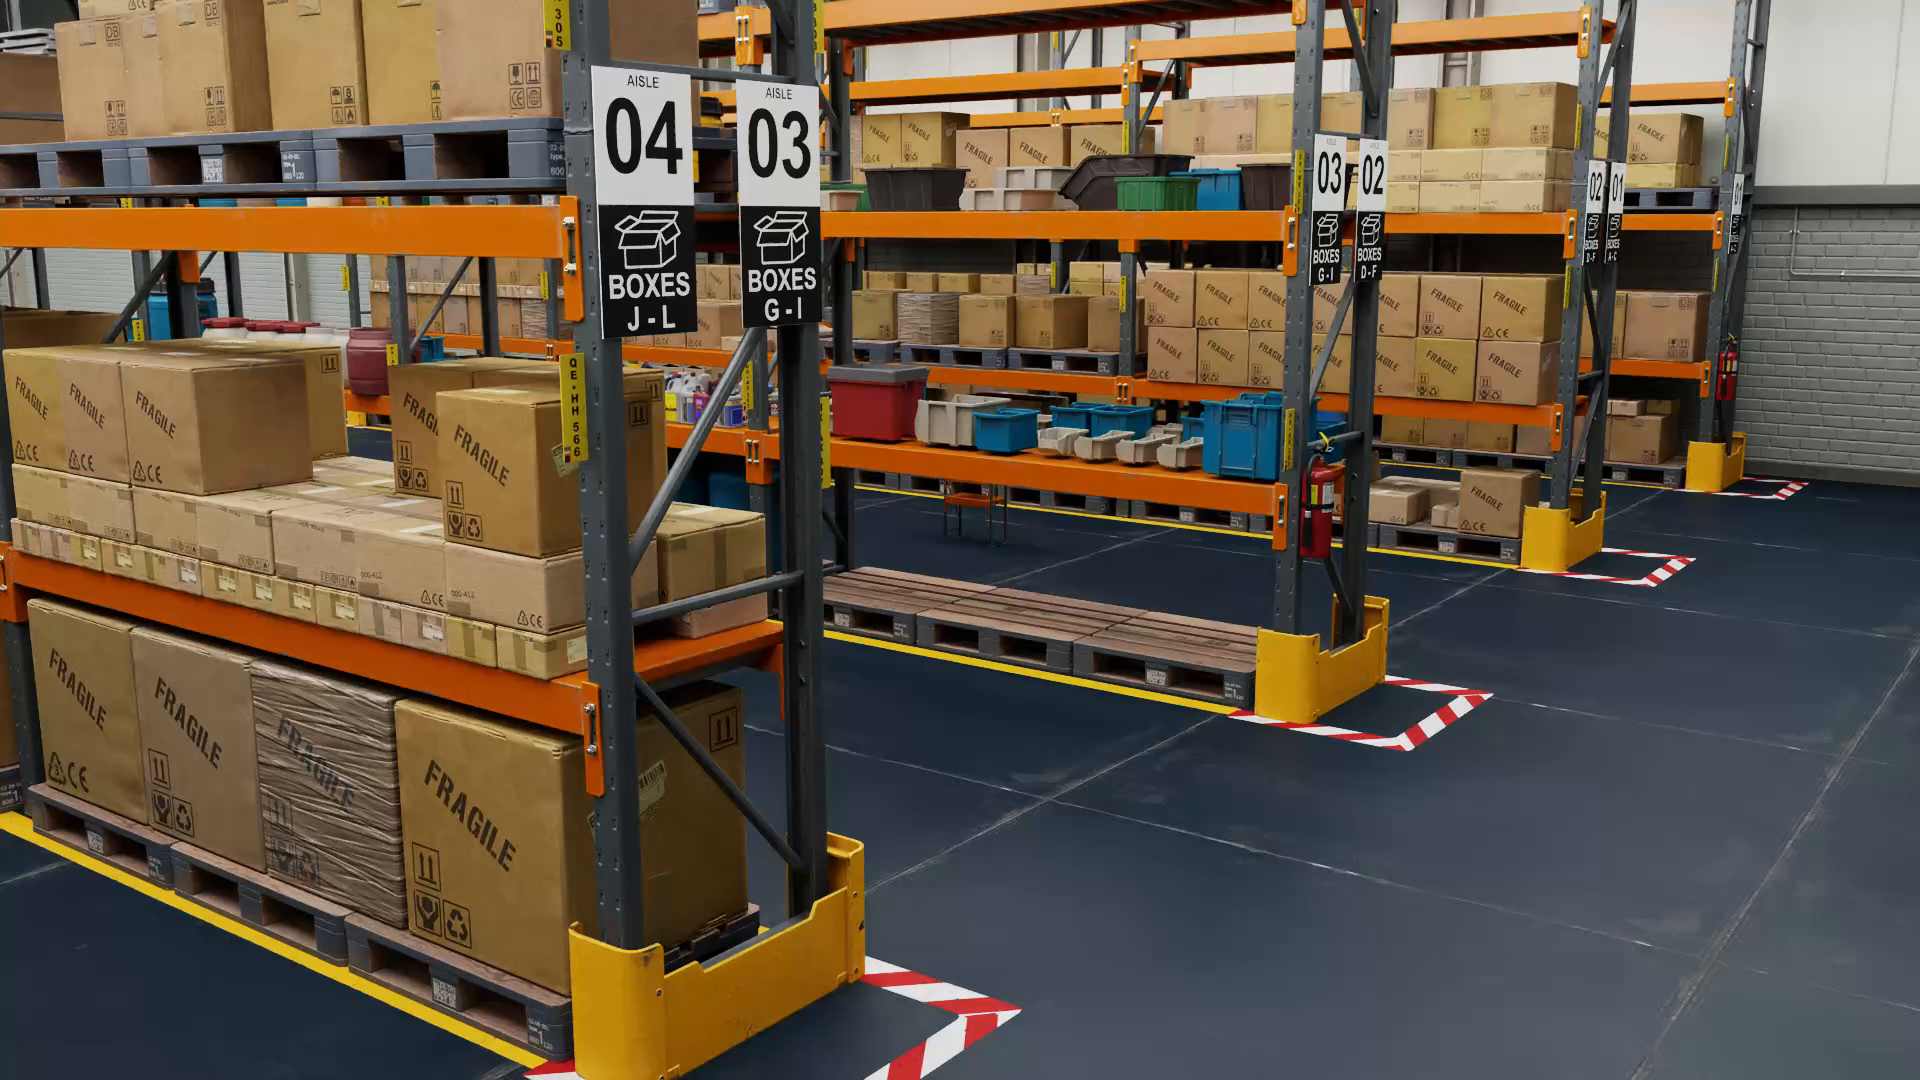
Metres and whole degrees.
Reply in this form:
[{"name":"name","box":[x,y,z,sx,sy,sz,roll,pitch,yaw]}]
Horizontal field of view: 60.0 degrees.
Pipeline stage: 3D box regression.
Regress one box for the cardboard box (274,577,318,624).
[{"name":"cardboard box","box":[-2.346,0.195,6.286,0.250,0.149,0.380,8,14,36]}]

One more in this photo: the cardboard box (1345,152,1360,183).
[{"name":"cardboard box","box":[3.260,-3.143,14.058,0.500,0.250,0.500,8,13,36]}]

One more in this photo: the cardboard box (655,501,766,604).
[{"name":"cardboard box","box":[-1.057,0.037,6.052,0.500,0.250,0.500,8,13,34]}]

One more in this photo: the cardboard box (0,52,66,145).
[{"name":"cardboard box","box":[-4.528,-2.036,7.893,0.500,0.500,0.700,8,14,37]}]

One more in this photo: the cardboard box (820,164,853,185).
[{"name":"cardboard box","box":[-1.040,-3.689,17.538,0.500,0.500,0.910,8,13,36]}]

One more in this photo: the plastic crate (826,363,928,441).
[{"name":"plastic crate","box":[-0.552,-0.925,11.088,0.583,0.464,0.402,8,13,36]}]

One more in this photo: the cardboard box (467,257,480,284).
[{"name":"cardboard box","box":[-5.808,-3.508,21.088,0.500,0.500,0.700,8,13,36]}]

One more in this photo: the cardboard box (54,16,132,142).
[{"name":"cardboard box","box":[-3.388,-1.943,7.147,0.500,0.500,0.700,7,13,32]}]

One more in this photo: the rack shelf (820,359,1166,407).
[{"name":"rack shelf","box":[0.200,-1.633,16.965,4.000,0.370,1.077,8,13,36]}]

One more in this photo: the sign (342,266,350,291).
[{"name":"sign","box":[-8.193,-3.490,22.183,0.005,0.325,0.100,8,13,36]}]

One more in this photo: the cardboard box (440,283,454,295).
[{"name":"cardboard box","box":[-6.433,-3.228,21.345,0.250,0.149,0.380,8,14,36]}]

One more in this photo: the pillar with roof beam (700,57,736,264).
[{"name":"pillar with roof beam","box":[-6.403,-6.209,22.932,0.548,9.000,9.100,8,13,36]}]

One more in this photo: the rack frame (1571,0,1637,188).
[{"name":"rack frame","box":[5.036,-4.257,12.840,0.127,3.000,1.000,8,13,36]}]

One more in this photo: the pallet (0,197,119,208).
[{"name":"pallet","box":[-4.823,-1.719,8.125,1.217,0.209,0.805,7,13,33]}]

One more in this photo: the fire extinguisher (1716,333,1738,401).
[{"name":"fire extinguisher","box":[7.814,-1.761,16.922,0.183,0.674,0.296,8,13,36]}]

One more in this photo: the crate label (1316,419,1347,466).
[{"name":"crate label","box":[2.097,-0.579,9.907,0.303,0.233,0.416,8,13,36]}]

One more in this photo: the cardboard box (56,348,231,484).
[{"name":"cardboard box","box":[-3.427,-0.536,7.040,0.500,0.500,0.500,8,13,36]}]

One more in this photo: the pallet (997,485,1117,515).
[{"name":"pallet","box":[1.134,-0.477,16.442,1.213,0.211,1.003,8,13,36]}]

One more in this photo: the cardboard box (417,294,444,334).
[{"name":"cardboard box","box":[-6.668,-2.990,21.823,0.500,0.500,0.700,8,14,36]}]

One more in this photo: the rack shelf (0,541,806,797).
[{"name":"rack shelf","box":[-2.442,0.333,6.804,4.000,0.370,1.077,8,13,36]}]

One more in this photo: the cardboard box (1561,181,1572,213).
[{"name":"cardboard box","box":[4.773,-2.807,13.639,0.500,0.250,0.500,8,13,36]}]

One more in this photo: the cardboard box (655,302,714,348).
[{"name":"cardboard box","box":[-3.198,-2.505,19.318,0.500,0.500,0.500,8,14,36]}]

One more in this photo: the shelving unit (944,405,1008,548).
[{"name":"shelving unit","box":[0.133,-0.570,14.320,0.503,1.200,0.258,8,13,36]}]

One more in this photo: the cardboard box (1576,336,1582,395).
[{"name":"cardboard box","box":[4.835,-1.451,13.867,0.500,0.500,0.500,8,14,37]}]

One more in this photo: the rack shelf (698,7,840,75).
[{"name":"rack shelf","box":[-2.735,-3.624,12.516,4.000,0.370,1.077,8,13,36]}]

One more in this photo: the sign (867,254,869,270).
[{"name":"sign","box":[-1.381,-4.073,24.637,0.005,0.325,0.100,8,13,36]}]

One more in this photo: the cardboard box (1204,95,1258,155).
[{"name":"cardboard box","box":[2.546,-3.647,14.690,0.500,0.500,0.700,8,13,36]}]

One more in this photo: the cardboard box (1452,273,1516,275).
[{"name":"cardboard box","box":[4.409,-1.999,14.070,0.500,0.500,0.500,8,14,36]}]

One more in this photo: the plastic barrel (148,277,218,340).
[{"name":"plastic barrel","box":[-7.439,-2.059,15.954,0.708,0.901,0.600,8,13,36]}]

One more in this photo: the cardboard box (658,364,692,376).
[{"name":"cardboard box","box":[-4.426,-2.673,26.371,0.500,0.311,0.500,6,13,29]}]

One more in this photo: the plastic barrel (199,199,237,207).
[{"name":"plastic barrel","box":[-7.032,-3.597,16.010,0.708,0.901,0.600,8,13,36]}]

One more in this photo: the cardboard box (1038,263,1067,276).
[{"name":"cardboard box","box":[1.222,-3.587,22.045,0.250,0.149,0.380,6,12,28]}]

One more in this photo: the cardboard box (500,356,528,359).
[{"name":"cardboard box","box":[-6.035,-2.153,21.921,0.500,0.500,0.500,8,13,36]}]

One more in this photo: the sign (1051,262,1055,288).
[{"name":"sign","box":[1.204,-3.415,21.444,0.005,0.325,0.100,8,13,36]}]

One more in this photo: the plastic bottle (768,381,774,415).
[{"name":"plastic bottle","box":[-1.456,-1.083,12.567,0.097,0.271,0.097,0,11,0]}]

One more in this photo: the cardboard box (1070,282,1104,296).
[{"name":"cardboard box","box":[1.757,-3.081,21.457,0.500,0.500,0.500,8,14,37]}]

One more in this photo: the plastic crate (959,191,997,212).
[{"name":"plastic crate","box":[0.128,-2.262,11.119,0.466,0.136,0.293,8,13,36]}]

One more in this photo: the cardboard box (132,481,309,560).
[{"name":"cardboard box","box":[-3.012,-0.110,6.814,0.500,0.250,0.500,8,14,37]}]

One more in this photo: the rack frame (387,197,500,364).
[{"name":"rack frame","box":[-4.347,-1.453,14.142,0.127,3.000,1.000,8,13,36]}]

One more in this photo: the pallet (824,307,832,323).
[{"name":"pallet","box":[-1.177,-3.217,23.765,1.213,0.211,1.003,8,13,36]}]

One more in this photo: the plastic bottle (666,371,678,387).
[{"name":"plastic bottle","box":[-2.121,-1.075,12.319,0.185,0.351,0.144,8,13,36]}]

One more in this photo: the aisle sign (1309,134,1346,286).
[{"name":"aisle sign","box":[1.986,-1.777,8.972,0.004,0.787,0.394,8,13,36]}]

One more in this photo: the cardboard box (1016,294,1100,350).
[{"name":"cardboard box","box":[0.971,-2.171,16.487,0.700,0.500,0.500,-11,15,-44]}]

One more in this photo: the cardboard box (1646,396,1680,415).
[{"name":"cardboard box","box":[7.561,-1.447,17.882,0.250,0.149,0.380,8,14,36]}]

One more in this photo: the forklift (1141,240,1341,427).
[{"name":"forklift","box":[2.629,-2.207,18.219,3.031,2.935,1.130,8,14,37]}]

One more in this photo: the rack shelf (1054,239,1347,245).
[{"name":"rack shelf","box":[3.129,-3.864,20.603,4.000,0.370,1.077,8,13,36]}]

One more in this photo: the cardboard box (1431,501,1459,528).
[{"name":"cardboard box","box":[4.179,-0.219,14.065,0.250,0.166,0.380,8,13,36]}]

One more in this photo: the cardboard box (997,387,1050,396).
[{"name":"cardboard box","box":[0.906,-2.031,22.554,0.500,0.500,0.700,8,14,36]}]

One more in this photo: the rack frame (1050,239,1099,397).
[{"name":"rack frame","box":[1.517,-2.969,21.982,0.127,3.000,1.000,8,13,36]}]

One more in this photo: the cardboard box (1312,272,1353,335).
[{"name":"cardboard box","box":[3.272,-2.031,14.236,0.500,0.500,0.500,8,14,37]}]
